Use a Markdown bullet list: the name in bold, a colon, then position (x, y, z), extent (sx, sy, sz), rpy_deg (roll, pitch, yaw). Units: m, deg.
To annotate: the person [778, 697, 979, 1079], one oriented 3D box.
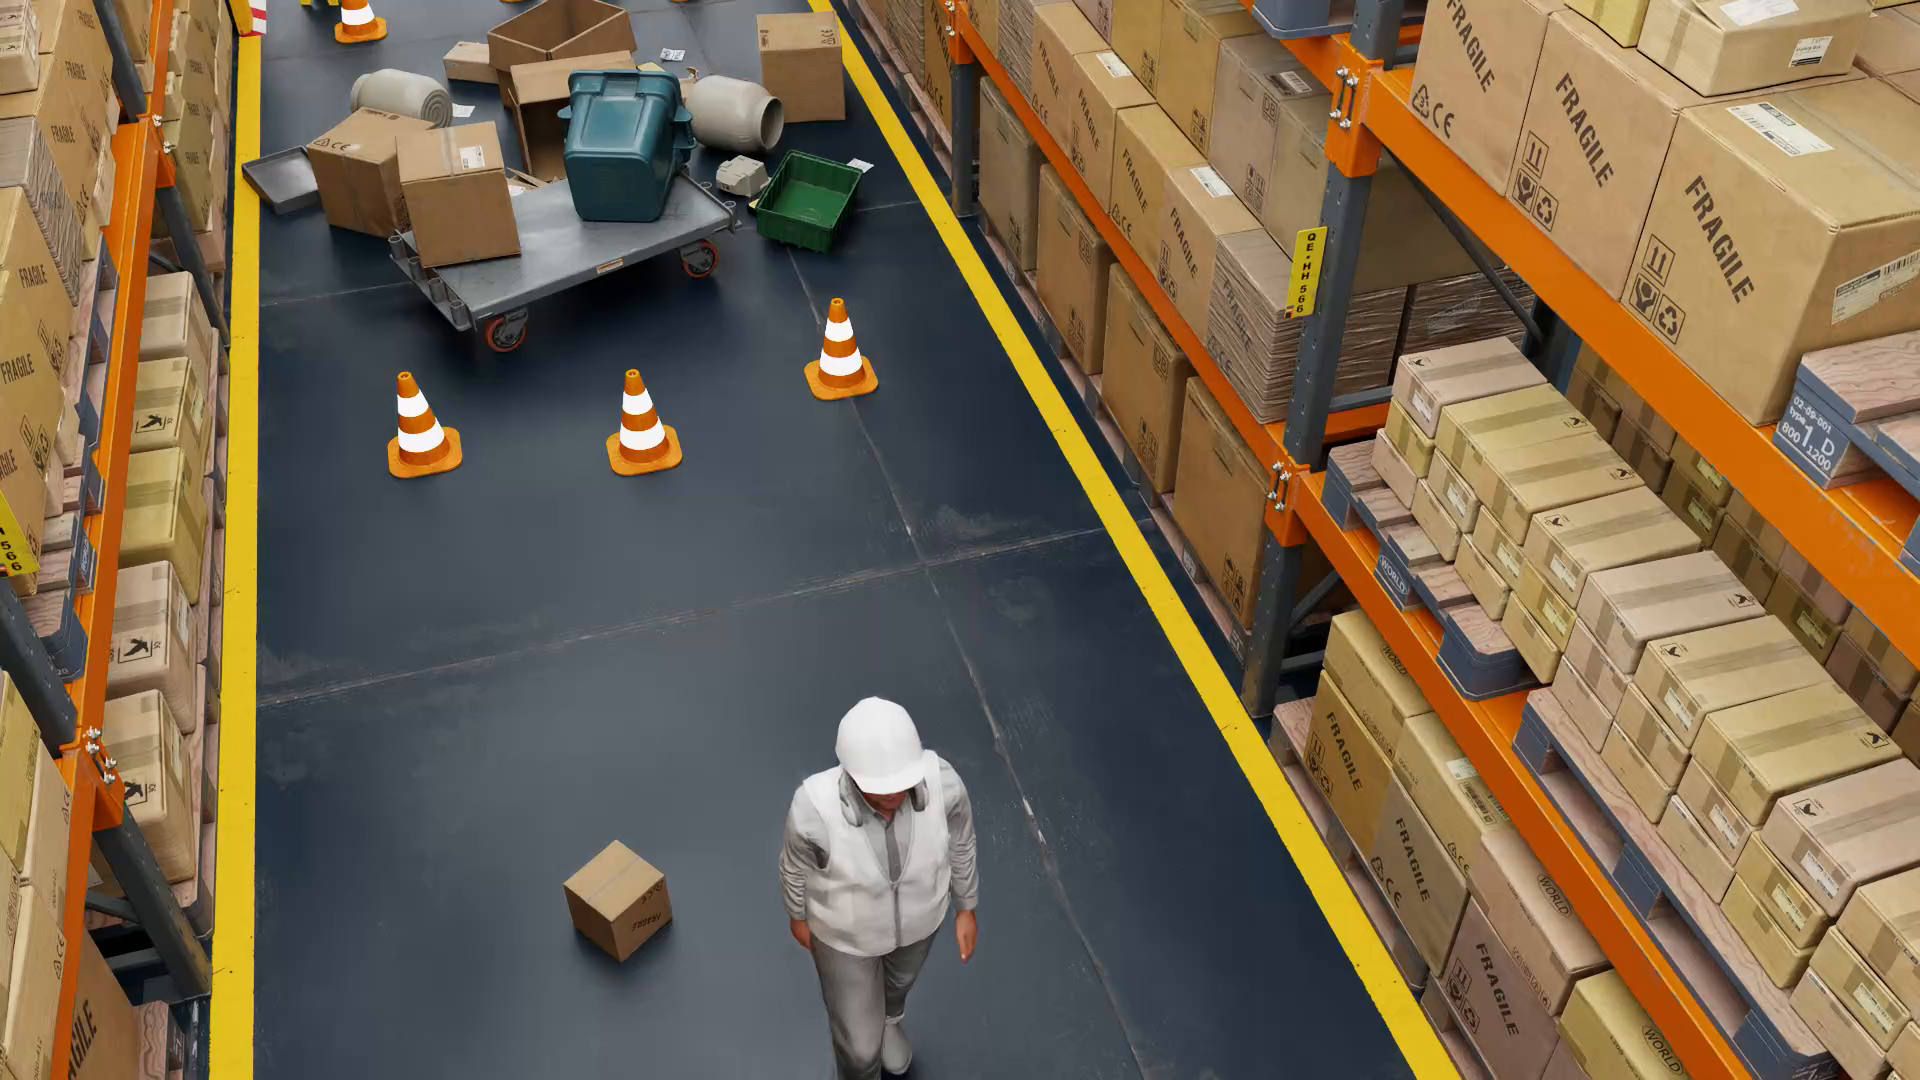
- **person**: position (-0.227, 1.103, 4.923), extent (0.560, 1.830, 0.524), rpy_deg (-16, 45, -17)
